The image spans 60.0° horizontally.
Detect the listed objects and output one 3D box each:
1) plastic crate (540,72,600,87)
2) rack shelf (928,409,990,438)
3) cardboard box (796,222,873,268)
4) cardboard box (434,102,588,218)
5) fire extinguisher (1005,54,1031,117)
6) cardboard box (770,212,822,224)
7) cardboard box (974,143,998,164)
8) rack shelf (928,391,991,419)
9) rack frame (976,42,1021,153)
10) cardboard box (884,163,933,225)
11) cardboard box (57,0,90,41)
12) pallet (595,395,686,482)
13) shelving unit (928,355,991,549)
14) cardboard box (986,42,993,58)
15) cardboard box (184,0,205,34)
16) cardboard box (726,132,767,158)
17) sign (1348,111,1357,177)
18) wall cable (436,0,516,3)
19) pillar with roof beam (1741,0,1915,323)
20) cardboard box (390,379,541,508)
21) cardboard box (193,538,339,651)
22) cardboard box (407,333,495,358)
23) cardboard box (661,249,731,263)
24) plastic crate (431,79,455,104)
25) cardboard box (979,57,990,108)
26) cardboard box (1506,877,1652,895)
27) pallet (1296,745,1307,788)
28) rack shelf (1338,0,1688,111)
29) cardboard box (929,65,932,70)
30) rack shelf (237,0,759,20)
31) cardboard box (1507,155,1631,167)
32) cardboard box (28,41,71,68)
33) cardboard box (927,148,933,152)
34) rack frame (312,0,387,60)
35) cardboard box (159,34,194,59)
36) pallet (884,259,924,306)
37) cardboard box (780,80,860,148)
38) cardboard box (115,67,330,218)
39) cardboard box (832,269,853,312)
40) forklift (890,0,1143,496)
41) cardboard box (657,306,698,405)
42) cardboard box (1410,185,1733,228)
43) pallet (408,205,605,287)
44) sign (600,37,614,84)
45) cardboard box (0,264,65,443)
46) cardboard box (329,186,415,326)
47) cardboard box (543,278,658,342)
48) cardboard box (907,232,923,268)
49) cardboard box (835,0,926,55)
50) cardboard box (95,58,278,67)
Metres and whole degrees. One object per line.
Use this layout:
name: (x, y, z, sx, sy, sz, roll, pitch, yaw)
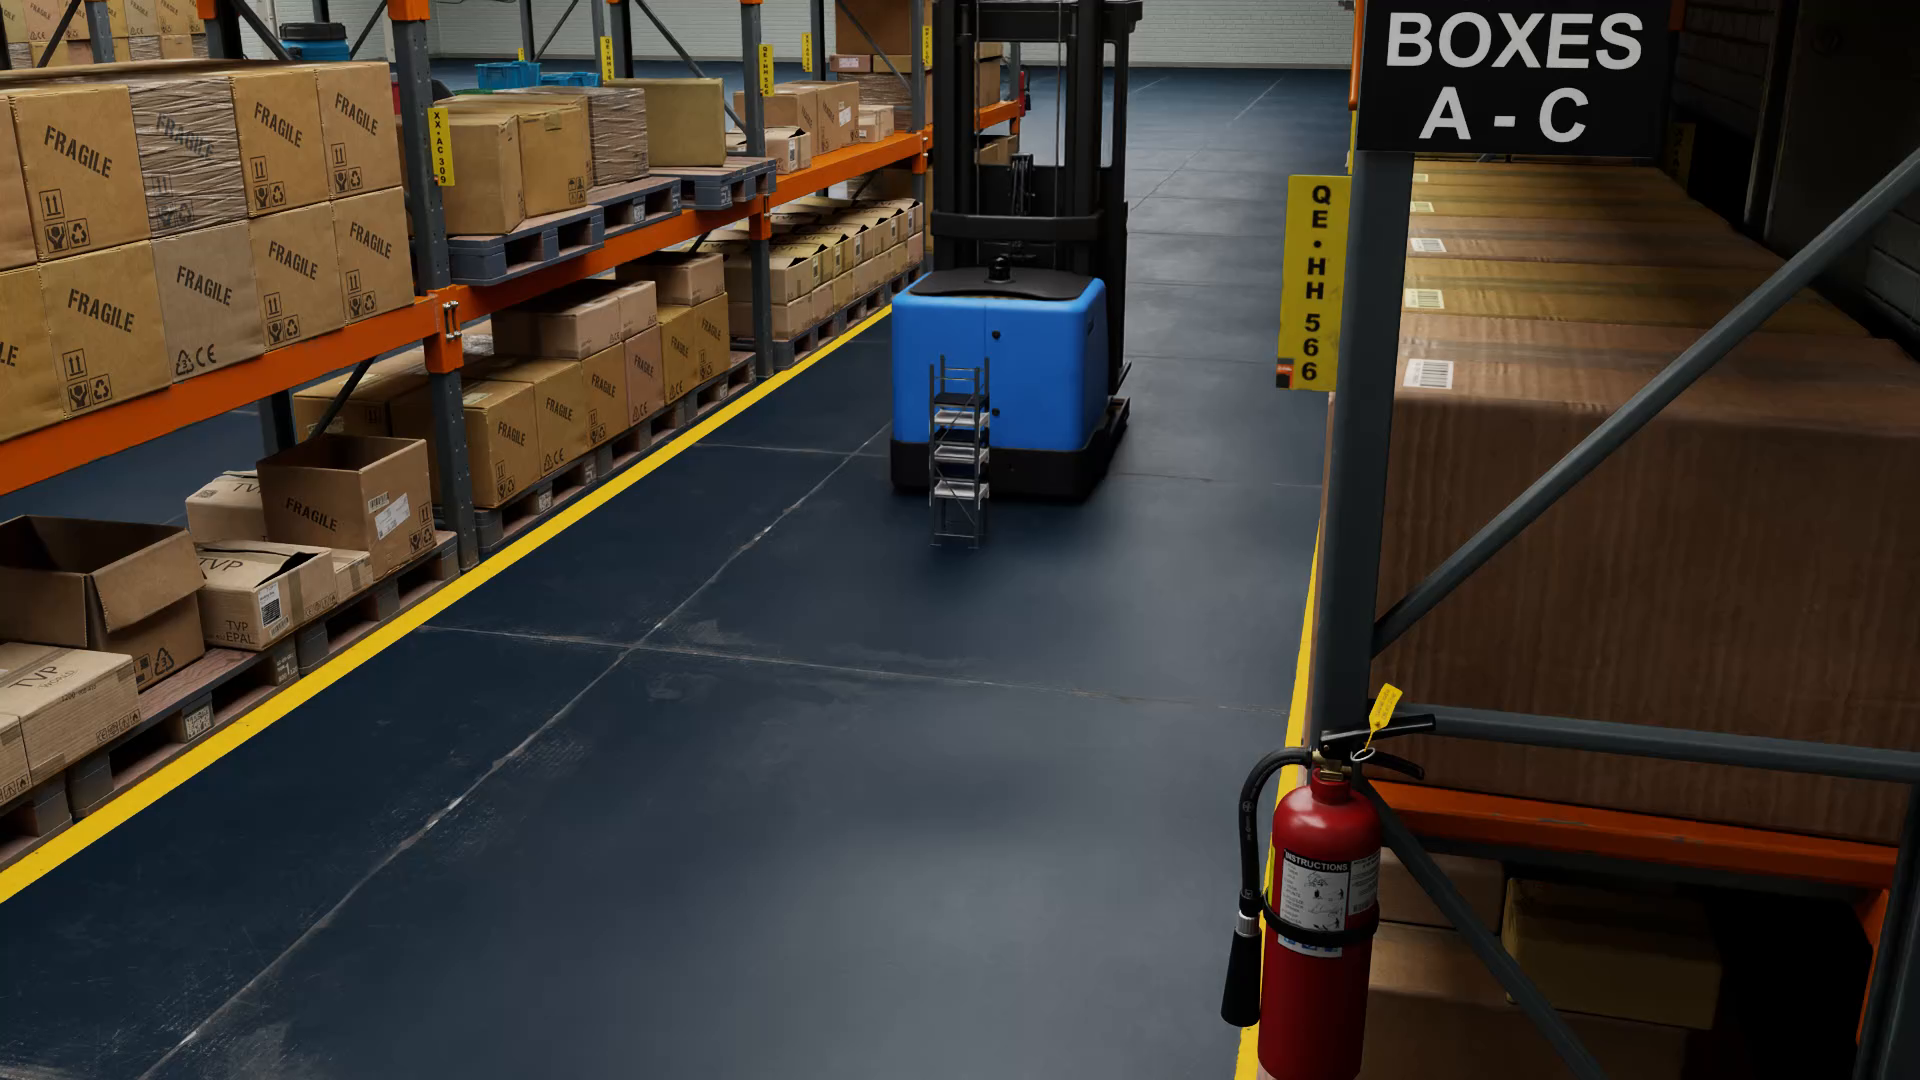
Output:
plastic crate: (-4.468, -5.225, 19.075, 0.499, 0.251, 0.616, 5, 19, 13)
rack shelf: (-0.002, -0.562, 7.987, 0.258, 0.077, 0.200, 5, 19, 13)
cardboard box: (-1.003, -2.366, 13.211, 0.500, 0.311, 0.500, 4, 19, 13)
cardboard box: (-2.326, -1.920, 8.364, 0.700, 0.500, 0.500, 8, 20, 22)
fire extinguisher: (0.646, -5.047, 18.444, 0.296, 0.674, 0.183, 5, 19, 13)
cardboard box: (-1.406, -2.564, 13.791, 0.500, 0.311, 0.500, 4, 19, 12)
cardboard box: (0.094, -3.830, 17.204, 0.500, 0.500, 0.500, 5, 19, 13)
rack shelf: (-0.002, -0.647, 7.958, 0.258, 0.077, 0.200, 5, 19, 13)
rack frame: (0.166, -5.084, 18.431, 1.000, 3.000, 0.127, 5, 19, 13)
cardboard box: (-0.394, -3.203, 15.369, 0.500, 0.500, 0.500, 5, 19, 13)
cardboard box: (-9.816, -5.709, 18.100, 0.500, 0.500, 0.500, 5, 19, 13)
pallet: (-2.307, -0.644, 9.748, 1.003, 0.211, 1.213, 5, 19, 13)
shelving unit: (-0.002, -0.423, 8.035, 0.258, 0.900, 0.210, 5, 19, 13)
cardboard box: (0.133, -5.141, 17.440, 0.380, 0.149, 0.250, 4, 19, 13)
cardboard box: (-9.333, -6.337, 19.937, 0.500, 0.500, 0.500, 5, 19, 13)
cardboard box: (-1.657, -2.645, 11.428, 0.500, 0.311, 0.500, 6, 20, 17)
sign: (1.510, -1.483, 6.219, 0.100, 0.325, 0.005, 5, 19, 13)
wall cable: (-15.575, -18.485, 53.189, 3.097, 2.526, 0.112, 5, 19, 13)
pillar with roof beam: (-1.468, -3.824, 5.460, 9.100, 9.000, 0.400, 5, 19, 13)
cardboard box: (-2.411, -0.480, 8.139, 0.500, 0.500, 0.500, 4, 19, 11)
cardboard box: (-2.813, 0.178, 6.506, 0.500, 0.311, 0.500, 5, 19, 13)
cardboard box: (-2.671, -0.837, 9.183, 0.500, 0.500, 0.500, 5, 19, 14)
cardboard box: (-1.899, -1.923, 11.913, 0.500, 0.311, 0.500, 5, 20, 15)
plastic crate: (-5.362, -4.347, 16.370, 0.767, 0.338, 0.504, 5, 19, 13)
cardboard box: (-0.084, -4.821, 17.506, 0.700, 0.500, 0.500, 5, 20, 15)
cardboard box: (1.258, 0.921, 4.067, 0.700, 0.500, 0.500, 5, 19, 13)
pallet: (1.481, 1.003, 4.925, 1.003, 0.211, 1.213, 5, 19, 13)
rack shelf: (1.550, -1.385, 4.073, 1.077, 0.370, 4.000, 5, 19, 13)
cardboard box: (-0.435, -4.413, 15.309, 0.380, 0.149, 0.250, 4, 19, 12)
rack shelf: (-2.277, -3.028, 8.886, 1.077, 0.370, 4.000, 5, 19, 13)
cardboard box: (2.396, -1.254, 6.573, 0.500, 0.500, 0.500, 4, 19, 12)
cardboard box: (-10.090, -5.092, 17.839, 0.875, 0.500, 0.500, 5, 19, 13)
cardboard box: (-0.549, -3.716, 16.869, 0.500, 0.500, 0.500, 5, 19, 13)
rack frame: (-5.613, -4.222, 15.909, 1.000, 3.000, 0.127, 5, 19, 13)
cardboard box: (-9.606, -5.719, 19.675, 0.875, 0.500, 0.500, 5, 19, 13)
pallet: (-0.953, -2.276, 14.526, 1.003, 0.211, 1.213, 5, 19, 13)
cardboard box: (-1.143, -3.473, 13.560, 0.500, 0.500, 0.500, 6, 20, 17)
cardboard box: (-2.761, -1.503, 6.247, 0.500, 0.500, 0.500, 4, 19, 12)
cardboard box: (-1.132, -1.936, 12.819, 0.500, 0.250, 0.500, 4, 19, 12)
forklift: (0.438, -2.055, 9.670, 1.130, 2.935, 3.031, 4, 19, 11)
cardboard box: (-1.916, -1.128, 10.035, 0.500, 0.500, 0.500, 4, 19, 11)
cardboard box: (1.707, -0.677, 5.066, 0.980, 0.700, 0.700, 4, 19, 12)
pallet: (-2.464, -1.474, 8.158, 1.003, 0.211, 1.213, 5, 19, 13)
sign: (-2.327, -3.167, 11.028, 0.100, 0.325, 0.005, 5, 19, 13)
cardboard box: (-3.132, -0.554, 5.013, 0.500, 0.500, 0.500, 5, 19, 13)
cardboard box: (-2.639, -1.193, 6.885, 0.500, 0.500, 0.500, 5, 19, 14)
cardboard box: (-2.045, -1.306, 9.396, 0.500, 0.250, 0.500, 4, 19, 12)
cardboard box: (-0.631, -2.575, 14.689, 0.500, 0.250, 0.500, 4, 19, 13)
cardboard box: (-0.709, -4.631, 14.943, 0.700, 0.500, 0.500, 5, 19, 14)
cardboard box: (-3.153, -1.718, 6.874, 0.500, 0.500, 0.500, 5, 20, 15)
